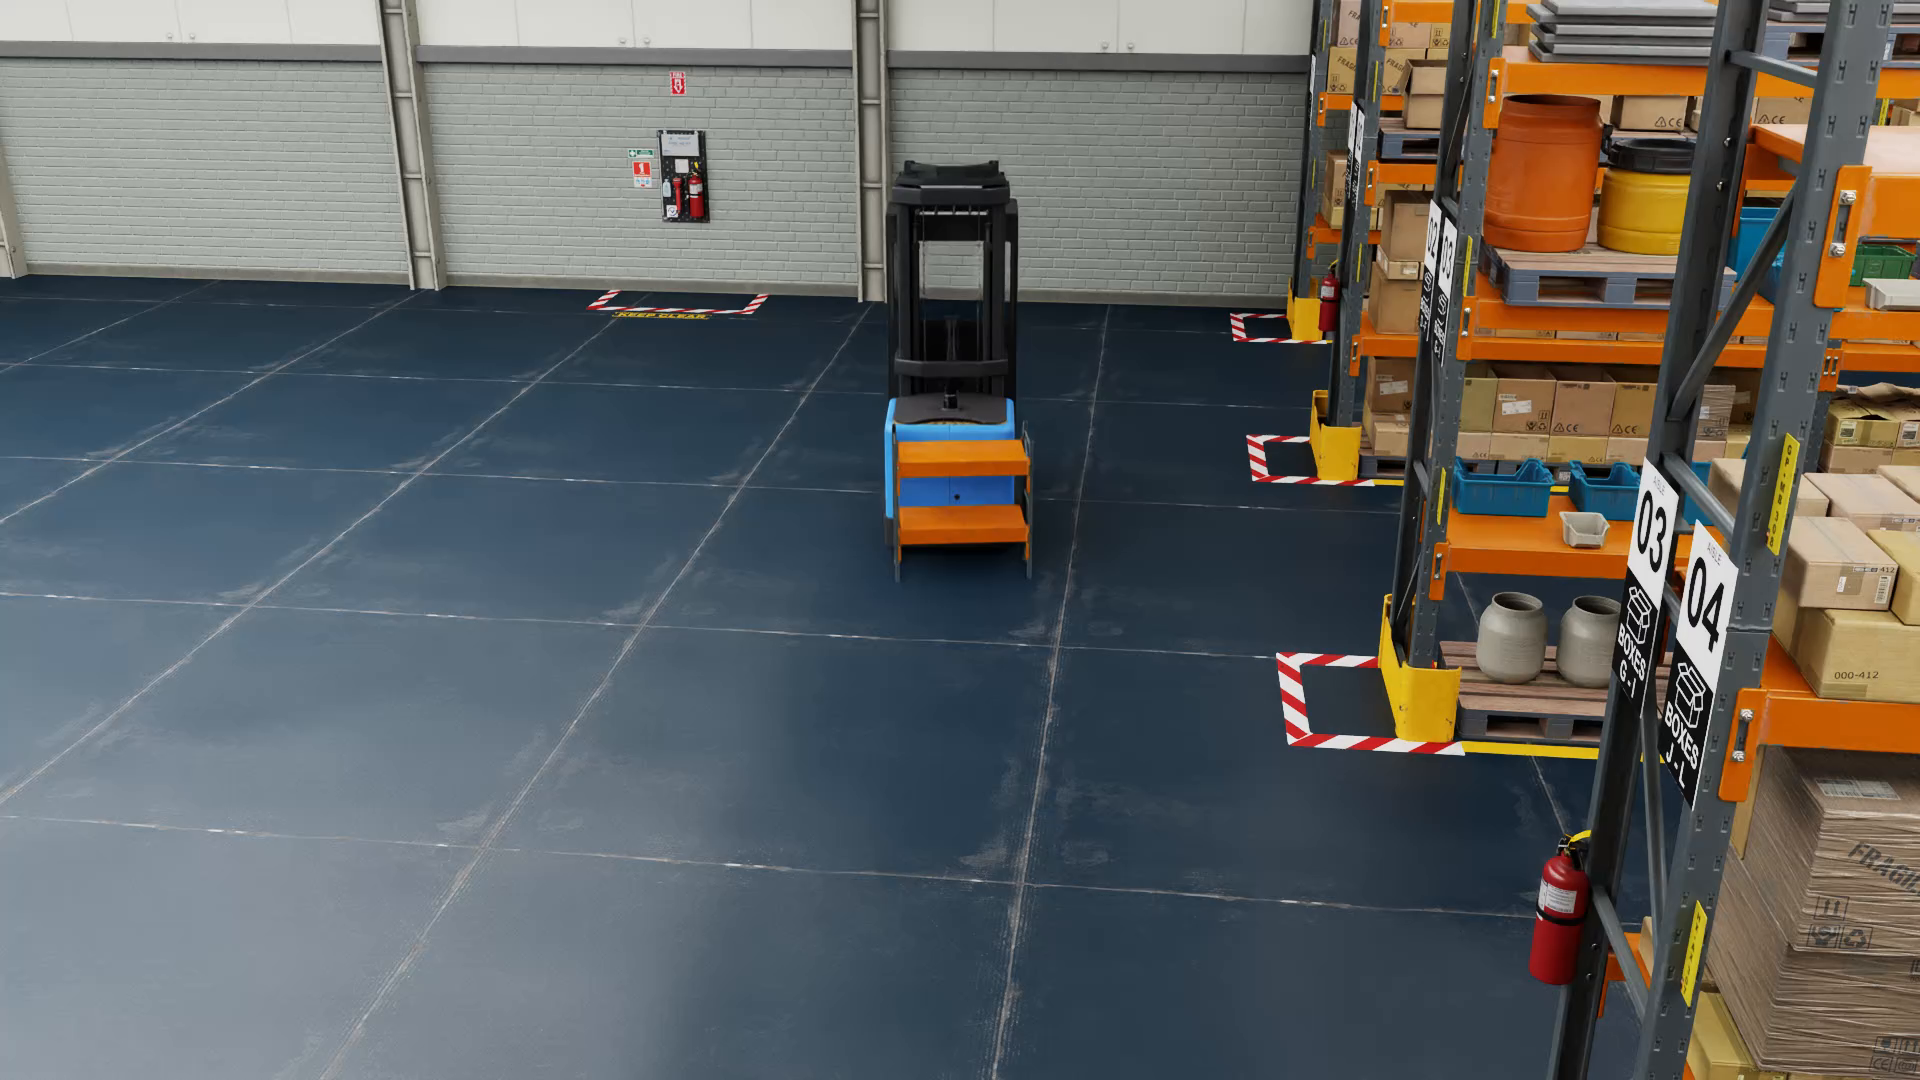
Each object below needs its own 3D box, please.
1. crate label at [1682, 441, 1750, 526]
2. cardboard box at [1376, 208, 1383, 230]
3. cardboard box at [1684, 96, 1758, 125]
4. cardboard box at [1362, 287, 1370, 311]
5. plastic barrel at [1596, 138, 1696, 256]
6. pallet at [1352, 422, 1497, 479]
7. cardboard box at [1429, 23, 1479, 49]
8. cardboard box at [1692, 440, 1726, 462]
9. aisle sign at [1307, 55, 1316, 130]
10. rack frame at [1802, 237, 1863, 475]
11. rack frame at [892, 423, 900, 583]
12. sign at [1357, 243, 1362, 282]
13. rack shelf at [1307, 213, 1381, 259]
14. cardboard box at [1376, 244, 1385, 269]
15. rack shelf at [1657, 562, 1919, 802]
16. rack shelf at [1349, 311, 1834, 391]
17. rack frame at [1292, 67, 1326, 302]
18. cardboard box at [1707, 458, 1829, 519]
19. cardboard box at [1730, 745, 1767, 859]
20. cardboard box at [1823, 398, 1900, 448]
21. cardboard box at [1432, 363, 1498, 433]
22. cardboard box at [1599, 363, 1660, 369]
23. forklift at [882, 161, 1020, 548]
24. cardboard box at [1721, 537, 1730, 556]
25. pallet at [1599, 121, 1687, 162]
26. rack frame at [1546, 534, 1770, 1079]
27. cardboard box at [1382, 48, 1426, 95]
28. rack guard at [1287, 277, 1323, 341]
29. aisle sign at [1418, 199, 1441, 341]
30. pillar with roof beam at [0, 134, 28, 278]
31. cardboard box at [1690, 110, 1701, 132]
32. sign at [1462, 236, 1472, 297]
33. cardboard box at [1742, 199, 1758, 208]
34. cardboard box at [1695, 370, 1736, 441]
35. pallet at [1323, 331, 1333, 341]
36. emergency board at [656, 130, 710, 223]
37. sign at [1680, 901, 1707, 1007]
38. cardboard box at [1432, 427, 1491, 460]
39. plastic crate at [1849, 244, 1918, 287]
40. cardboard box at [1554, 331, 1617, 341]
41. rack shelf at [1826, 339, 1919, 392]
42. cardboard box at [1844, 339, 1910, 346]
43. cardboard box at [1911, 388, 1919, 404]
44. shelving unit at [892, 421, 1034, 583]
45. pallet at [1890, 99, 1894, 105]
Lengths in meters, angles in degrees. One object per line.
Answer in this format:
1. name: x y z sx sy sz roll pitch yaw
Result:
1. crate label: 4.764 -0.366 10.397 0.616 0.435 0.502 2 22 6
2. cardboard box: 5.035 -3.733 19.138 0.500 0.250 0.500 2 22 5
3. cardboard box: 6.458 -3.721 14.211 0.500 0.311 0.500 1 22 3
4. cardboard box: 4.746 -2.839 19.759 0.500 0.311 0.500 0 22 0
5. plastic barrel: 4.051 -2.005 9.685 0.600 0.588 0.600 0 22 0
6. pallet: 4.255 -0.824 15.397 1.213 0.211 1.003 2 22 6
7. cardboard box: 5.426 -5.700 18.333 0.500 0.500 0.500 3 22 8
8. cardboard box: 6.481 -0.848 14.833 0.500 0.250 0.500 2 22 6
9. aisle sign: 3.963 -5.050 18.757 0.004 0.787 0.394 2 22 6
10. rack frame: 7.463 -1.966 14.492 0.127 3.000 1.000 2 22 6
11. rack frame: -0.494 -0.283 12.786 0.032 1.125 0.500 -1 22 -3
12. sign: 3.419 -2.376 14.244 0.005 0.325 0.100 2 22 6
13. rack shelf: 6.056 -3.526 19.418 4.000 0.370 1.077 2 22 6
14. cardboard box: 3.893 -2.540 14.926 0.250 0.149 0.380 2 22 5
15. rack shelf: 4.307 0.504 5.143 4.000 0.370 1.077 2 22 6
16. rack shelf: 5.477 -1.718 14.843 4.000 0.370 1.077 2 22 6
17. rack frame: 4.070 -3.947 19.504 0.127 3.000 1.000 2 22 6
18. cardboard box: 2.634 -0.135 5.442 0.250 0.149 0.380 2 22 6
19. cardboard box: 2.896 0.762 5.692 0.500 0.500 0.500 2 22 6
20. cardboard box: 7.844 -1.034 14.542 0.500 0.311 0.500 3 22 6
21. cardboard box: 4.494 -1.279 14.903 0.500 0.500 0.500 2 22 6
22. cardboard box: 6.046 -1.409 15.231 0.500 0.500 0.500 2 22 6
23. forklift: -0.062 -1.791 14.143 1.130 2.935 3.031 0 22 1
24. cardboard box: 2.830 0.081 5.439 0.500 0.250 0.500 3 22 8
25. pallet: 5.405 -3.401 14.162 1.213 0.211 1.003 2 22 6
26. rack frame: 2.321 1.478 5.781 0.127 3.000 1.000 2 22 6
27. cardboard box: 4.902 -5.256 18.572 0.500 0.500 0.500 4 22 10
28. rack guard: 4.145 -2.782 19.956 0.348 0.500 1.175 2 22 6
29. aisle sign: 2.868 -1.651 10.160 0.004 0.787 0.394 2 22 6
30. pillar with roof beam: -13.515 -6.230 17.118 0.400 9.000 9.100 2 22 6
31. cardboard box: 6.233 -3.457 13.763 0.250 0.149 0.380 2 22 6
32. sign: 2.835 -1.529 9.295 0.005 0.325 0.100 2 22 6
33. cardboard box: 6.520 -2.654 14.332 0.500 0.500 0.700 2 22 6
34. cardboard box: 6.482 -1.197 14.696 0.500 0.500 0.500 2 22 6
35. pallet: 4.948 -2.599 19.887 1.213 0.211 1.003 2 22 6
36. emergency board: -3.541 -4.613 21.189 0.643 1.169 0.194 2 22 6
37. sign: 2.257 1.273 5.121 0.005 0.325 0.100 2 22 6
38. cardboard box: 4.494 -0.931 15.042 0.500 0.250 0.500 2 22 6
39. plastic crate: 5.341 -1.621 9.829 0.450 0.188 0.336 2 22 6
40. cardboard box: 5.490 -2.094 14.681 0.500 0.500 0.700 3 22 8
41. rack shelf: 9.449 -1.545 14.405 4.000 0.370 1.077 2 22 6
42. cardboard box: 7.957 -1.891 14.506 0.500 0.250 0.500 4 22 10
43. cardboard box: 8.912 -1.187 14.929 0.500 0.311 0.500 2 22 6
44. shelving unit: 0.013 -0.295 12.817 1.048 1.125 0.538 -1 22 -3
45. pallet: 9.673 -4.973 18.273 1.003 0.211 1.213 2 22 6
